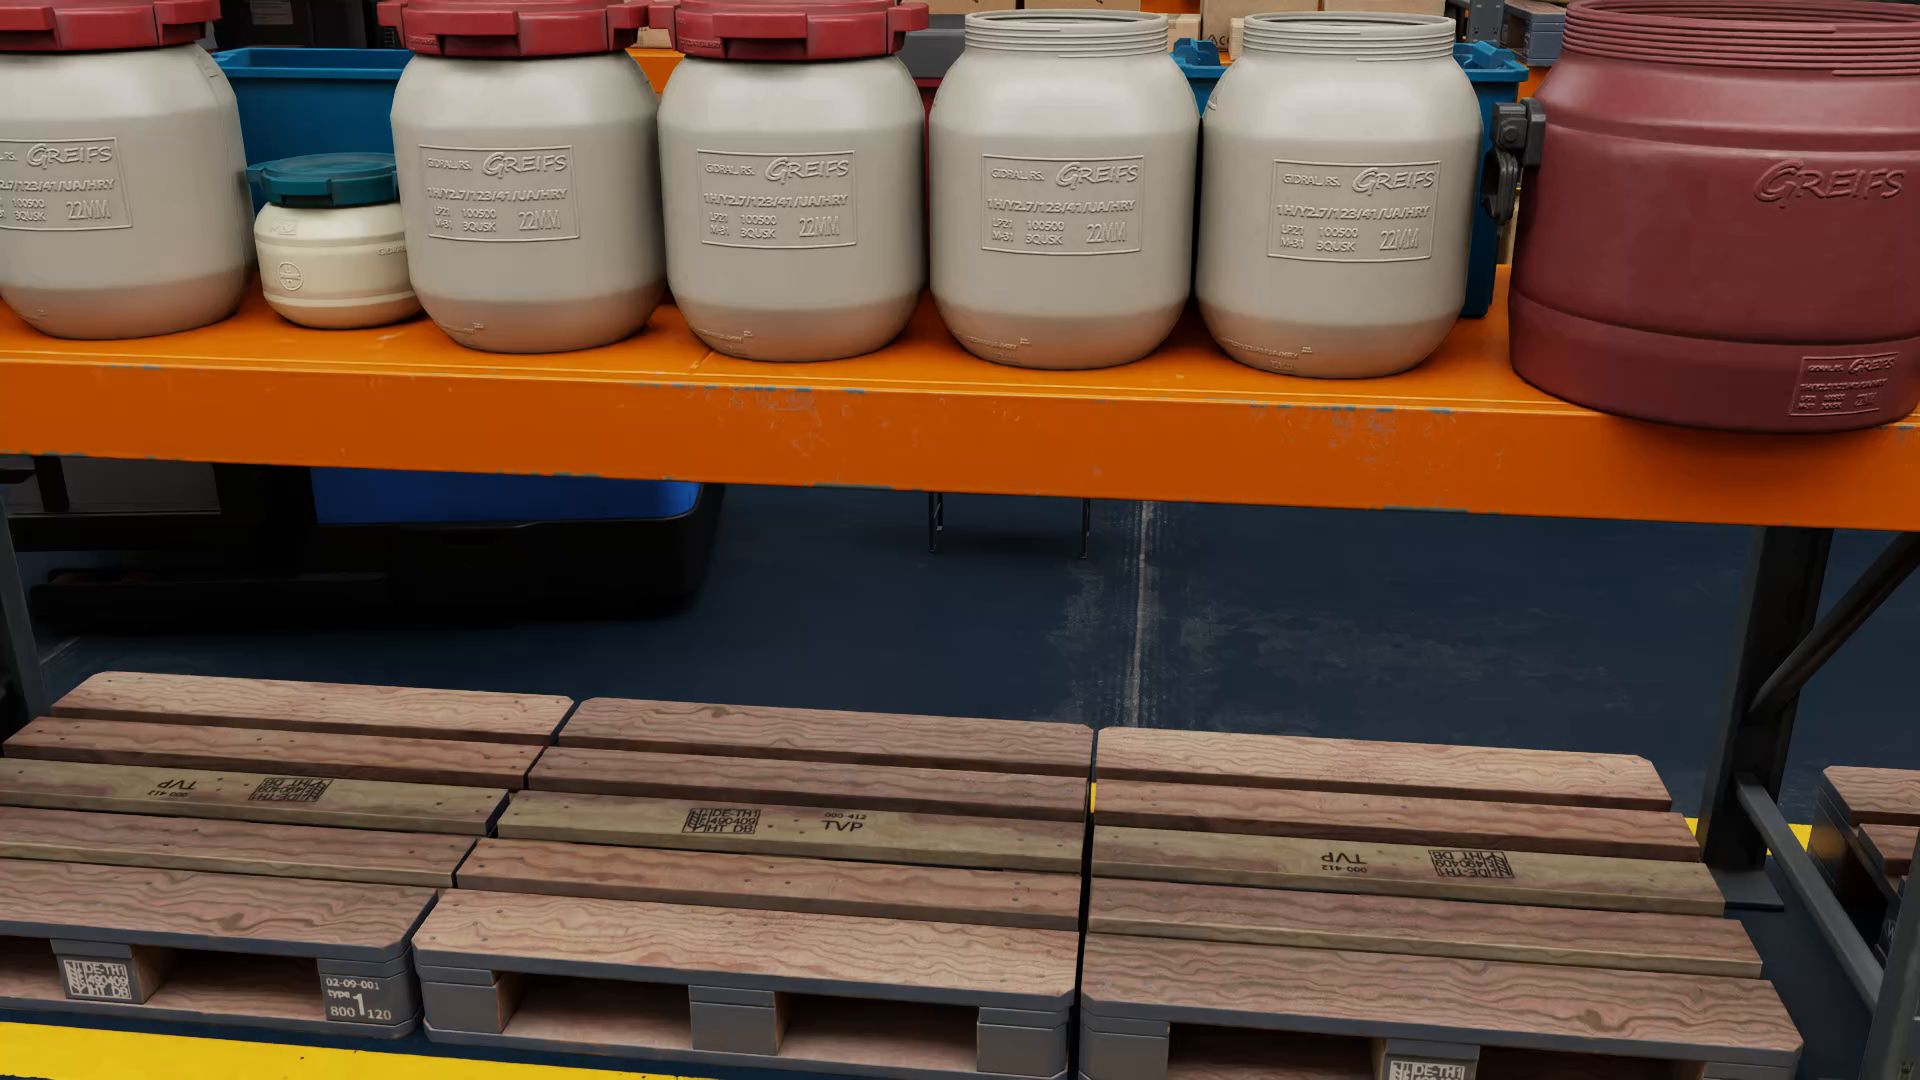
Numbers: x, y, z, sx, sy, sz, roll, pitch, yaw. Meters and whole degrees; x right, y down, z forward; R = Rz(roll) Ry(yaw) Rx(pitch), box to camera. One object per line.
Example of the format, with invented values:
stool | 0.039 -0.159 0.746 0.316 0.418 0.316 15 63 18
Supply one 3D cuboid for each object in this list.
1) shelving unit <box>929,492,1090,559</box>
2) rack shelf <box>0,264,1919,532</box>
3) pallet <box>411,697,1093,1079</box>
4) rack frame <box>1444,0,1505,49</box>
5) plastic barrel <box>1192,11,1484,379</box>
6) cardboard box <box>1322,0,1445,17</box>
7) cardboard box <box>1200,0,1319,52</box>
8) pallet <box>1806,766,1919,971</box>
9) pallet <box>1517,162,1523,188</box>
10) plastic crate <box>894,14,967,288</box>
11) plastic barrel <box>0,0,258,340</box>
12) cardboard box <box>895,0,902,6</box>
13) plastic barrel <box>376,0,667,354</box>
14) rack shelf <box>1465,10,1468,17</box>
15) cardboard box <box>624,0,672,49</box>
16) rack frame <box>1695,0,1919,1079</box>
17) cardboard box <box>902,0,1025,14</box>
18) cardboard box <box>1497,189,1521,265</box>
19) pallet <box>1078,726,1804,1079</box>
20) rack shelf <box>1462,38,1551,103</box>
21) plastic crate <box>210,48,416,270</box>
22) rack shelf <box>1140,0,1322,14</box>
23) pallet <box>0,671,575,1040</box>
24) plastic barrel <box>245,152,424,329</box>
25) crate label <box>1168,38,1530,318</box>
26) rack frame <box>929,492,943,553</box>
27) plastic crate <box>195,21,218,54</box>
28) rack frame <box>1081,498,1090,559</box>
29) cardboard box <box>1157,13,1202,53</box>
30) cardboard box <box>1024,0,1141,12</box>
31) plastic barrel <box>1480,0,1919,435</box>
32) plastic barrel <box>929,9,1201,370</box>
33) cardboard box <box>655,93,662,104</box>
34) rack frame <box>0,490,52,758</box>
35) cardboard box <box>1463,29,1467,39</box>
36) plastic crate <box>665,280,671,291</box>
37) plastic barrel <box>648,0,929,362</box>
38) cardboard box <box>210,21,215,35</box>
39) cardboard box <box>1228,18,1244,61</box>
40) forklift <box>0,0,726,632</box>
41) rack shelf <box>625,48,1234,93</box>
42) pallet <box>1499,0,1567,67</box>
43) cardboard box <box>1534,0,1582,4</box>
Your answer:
shelving unit | 0.164 -0.551 5.201 0.503 1.200 0.258 2 22 6
rack shelf | -0.360 -0.272 3.025 4.000 0.370 1.077 2 22 6
pallet | -0.347 0.676 3.443 1.213 0.211 1.003 2 22 6
rack frame | 2.213 -2.328 7.248 0.127 3.000 1.000 2 22 6
plastic barrel | 0.579 -0.538 2.569 0.421 0.512 0.421 0 22 0
cardboard box | 1.856 -2.318 7.345 0.500 0.311 0.500 4 22 10
cardboard box | 1.347 -2.396 7.541 0.500 0.311 0.500 2 22 6
pallet | 2.414 0.796 3.139 1.213 0.211 1.003 2 22 6
pallet | 3.566 -2.778 12.180 1.213 0.211 1.003 2 22 6
plastic crate | 0.057 -0.731 3.122 0.583 0.464 0.402 2 22 6
plastic barrel | -1.422 -0.634 2.780 0.433 0.535 0.433 0 22 0
cardboard box | -0.476 -2.486 7.511 0.500 0.500 0.500 4 22 10
plastic barrel | -0.693 -0.603 2.699 0.433 0.535 0.433 0 22 0
rack shelf | 4.778 -3.716 11.737 4.000 0.370 1.077 2 22 6
cardboard box | -1.266 -2.426 7.700 0.500 0.250 0.500 4 22 10
rack frame | 1.626 -0.520 2.674 0.127 3.000 1.000 2 22 6
cardboard box | 0.022 -2.464 7.456 0.500 0.500 0.500 3 22 6
cardboard box | 2.631 -1.246 7.313 0.500 0.500 0.500 3 22 9
pallet | 0.861 0.729 3.308 1.213 0.211 1.003 2 22 6
rack shelf | 4.199 -1.907 7.162 4.000 0.370 1.077 2 22 6
plastic crate | -1.214 -0.751 3.281 0.575 0.384 0.392 2 22 6
rack shelf | 0.806 -3.889 12.175 4.000 0.370 1.077 2 22 6
pallet | -1.562 0.624 3.575 1.213 0.211 1.003 2 22 6
plastic barrel | -1.050 -0.515 2.851 0.301 0.262 0.301 0 22 0
crate label | 0.671 -0.678 3.026 0.616 0.435 0.502 2 22 6
rack frame | -0.078 -0.561 5.228 0.015 1.200 0.240 2 22 6
plastic crate | -1.829 -0.813 3.330 0.583 0.464 0.402 2 22 6
rack frame | 0.407 -0.540 5.174 0.015 1.200 0.240 2 22 6
cardboard box | 0.940 -2.246 7.382 0.250 0.149 0.380 4 22 10
cardboard box | 0.544 -2.441 7.398 0.500 0.500 0.500 1 22 3
plastic barrel | 1.129 -0.492 2.420 0.708 0.536 0.600 2 22 6
plastic barrel | 0.161 -0.556 2.615 0.421 0.512 0.421 0 22 0
cardboard box | -2.216 -3.382 12.716 0.500 0.500 0.500 1 22 2
rack frame | -2.346 -0.693 3.112 0.127 3.000 1.000 2 22 6
cardboard box | 3.507 -3.253 11.940 0.750 0.750 0.750 2 22 6
plastic crate | -0.584 -0.622 3.221 0.662 0.188 0.450 2 22 6
plastic barrel | -0.264 -0.584 2.652 0.433 0.535 0.433 0 22 0
cardboard box | -3.223 -2.608 7.821 0.500 0.500 0.700 3 22 7
cardboard box | 1.287 -2.149 7.138 0.250 0.149 0.380 2 22 6
forklift | -2.296 -1.299 4.740 3.031 2.935 1.130 -1 22 -3
rack shelf | 0.226 -2.080 7.599 4.000 0.370 1.077 2 22 6
pallet | 2.894 -2.235 7.274 1.003 0.211 1.213 2 22 6
cardboard box | 2.851 -2.584 7.188 0.500 0.500 0.700 -5 22 -12
